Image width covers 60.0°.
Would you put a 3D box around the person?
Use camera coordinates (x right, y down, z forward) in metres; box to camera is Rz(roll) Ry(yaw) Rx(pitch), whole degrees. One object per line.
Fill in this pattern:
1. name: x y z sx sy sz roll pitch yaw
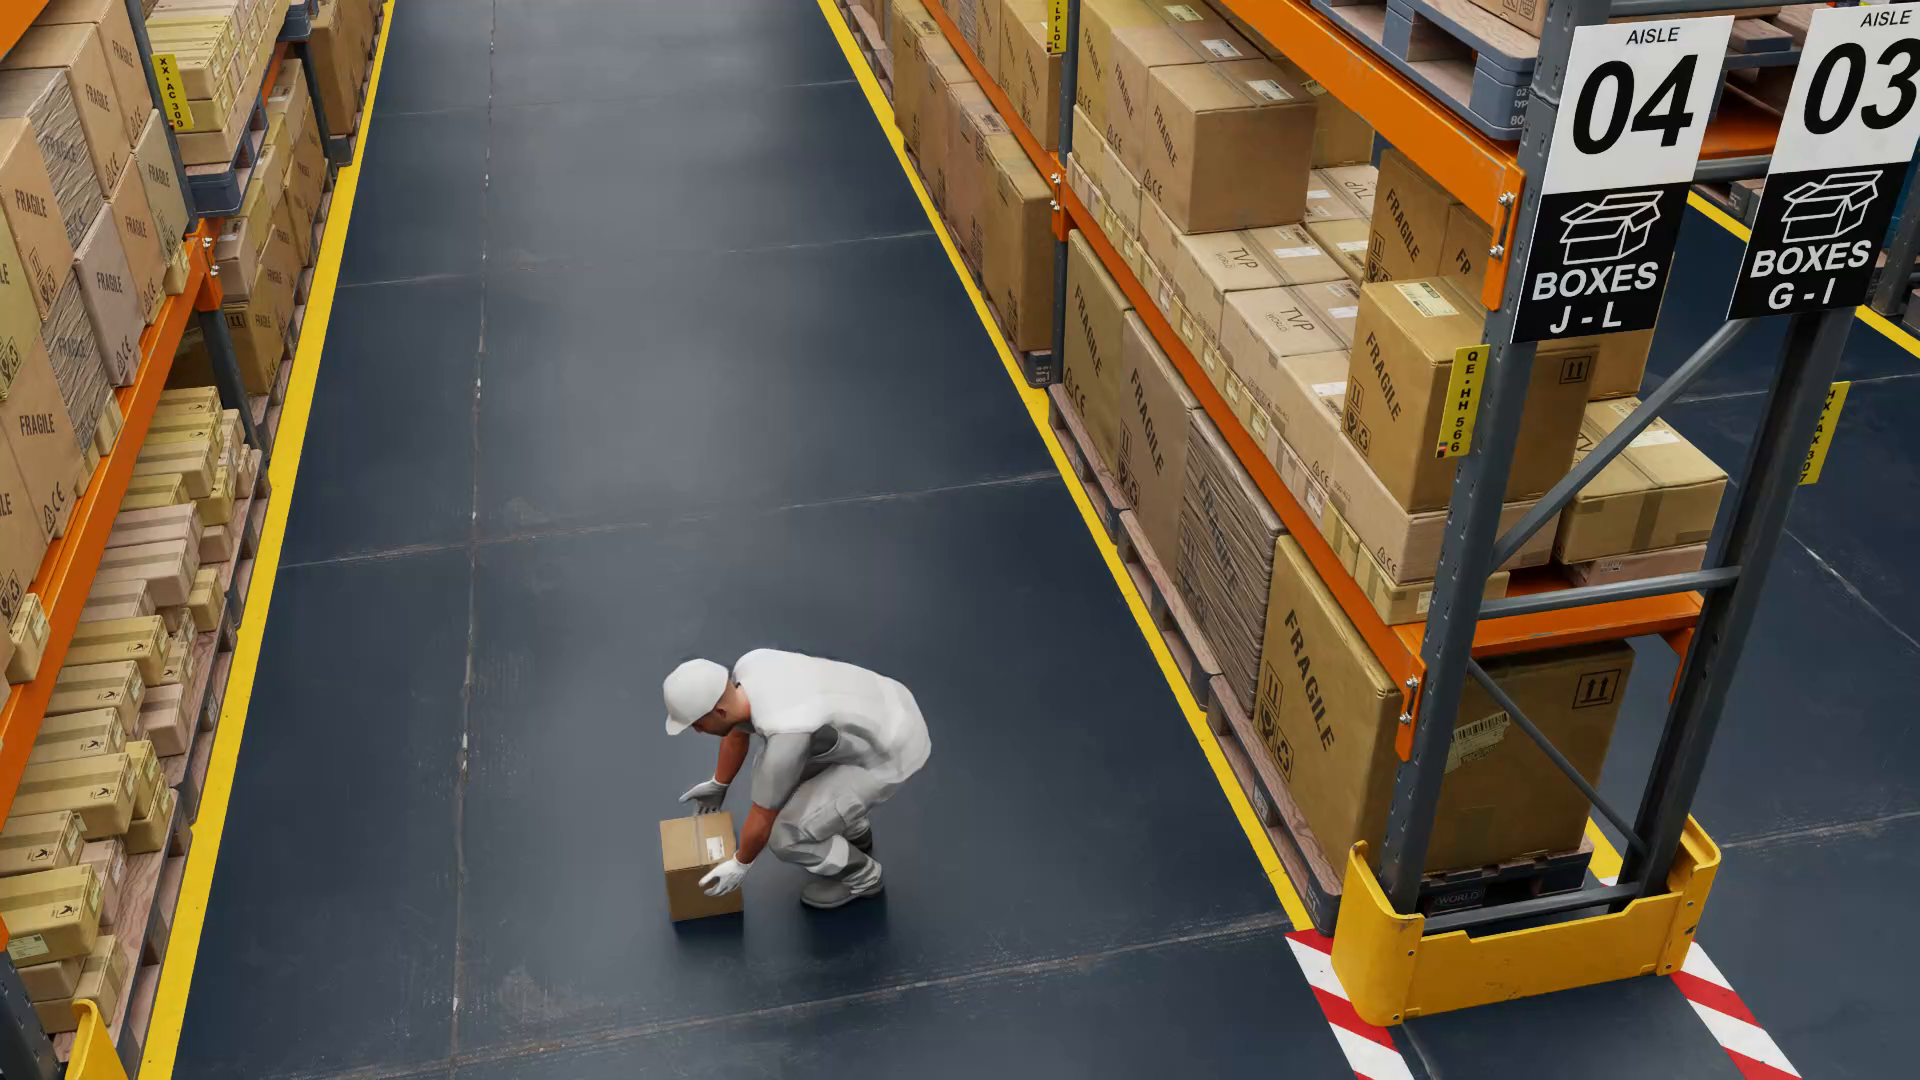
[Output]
1. person: -0.529 0.778 5.620 0.870 1.065 0.578 -7 35 -11
